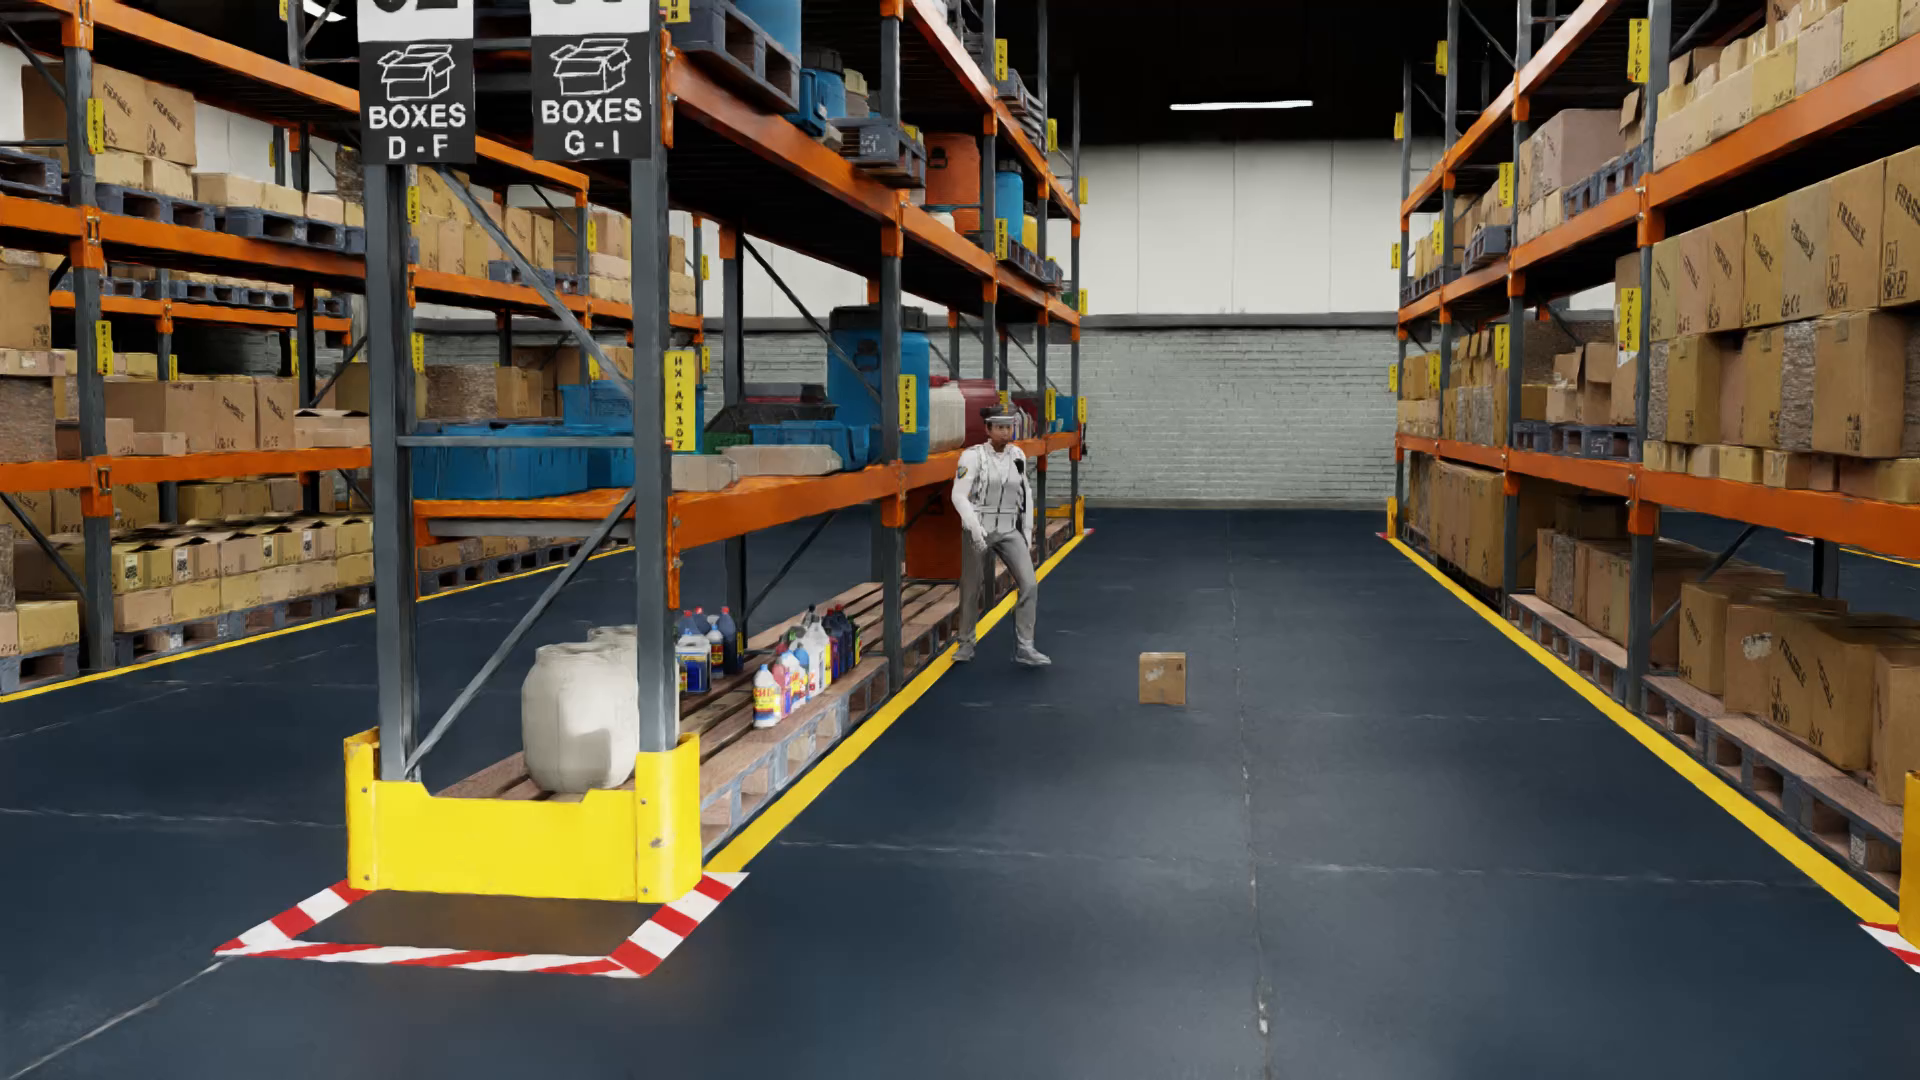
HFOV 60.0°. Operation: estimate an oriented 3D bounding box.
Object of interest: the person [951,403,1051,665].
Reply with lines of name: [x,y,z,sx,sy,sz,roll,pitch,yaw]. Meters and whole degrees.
person: [0.213,-0.038,10.388,0.599,1.632,0.699,-1,5,-17]
